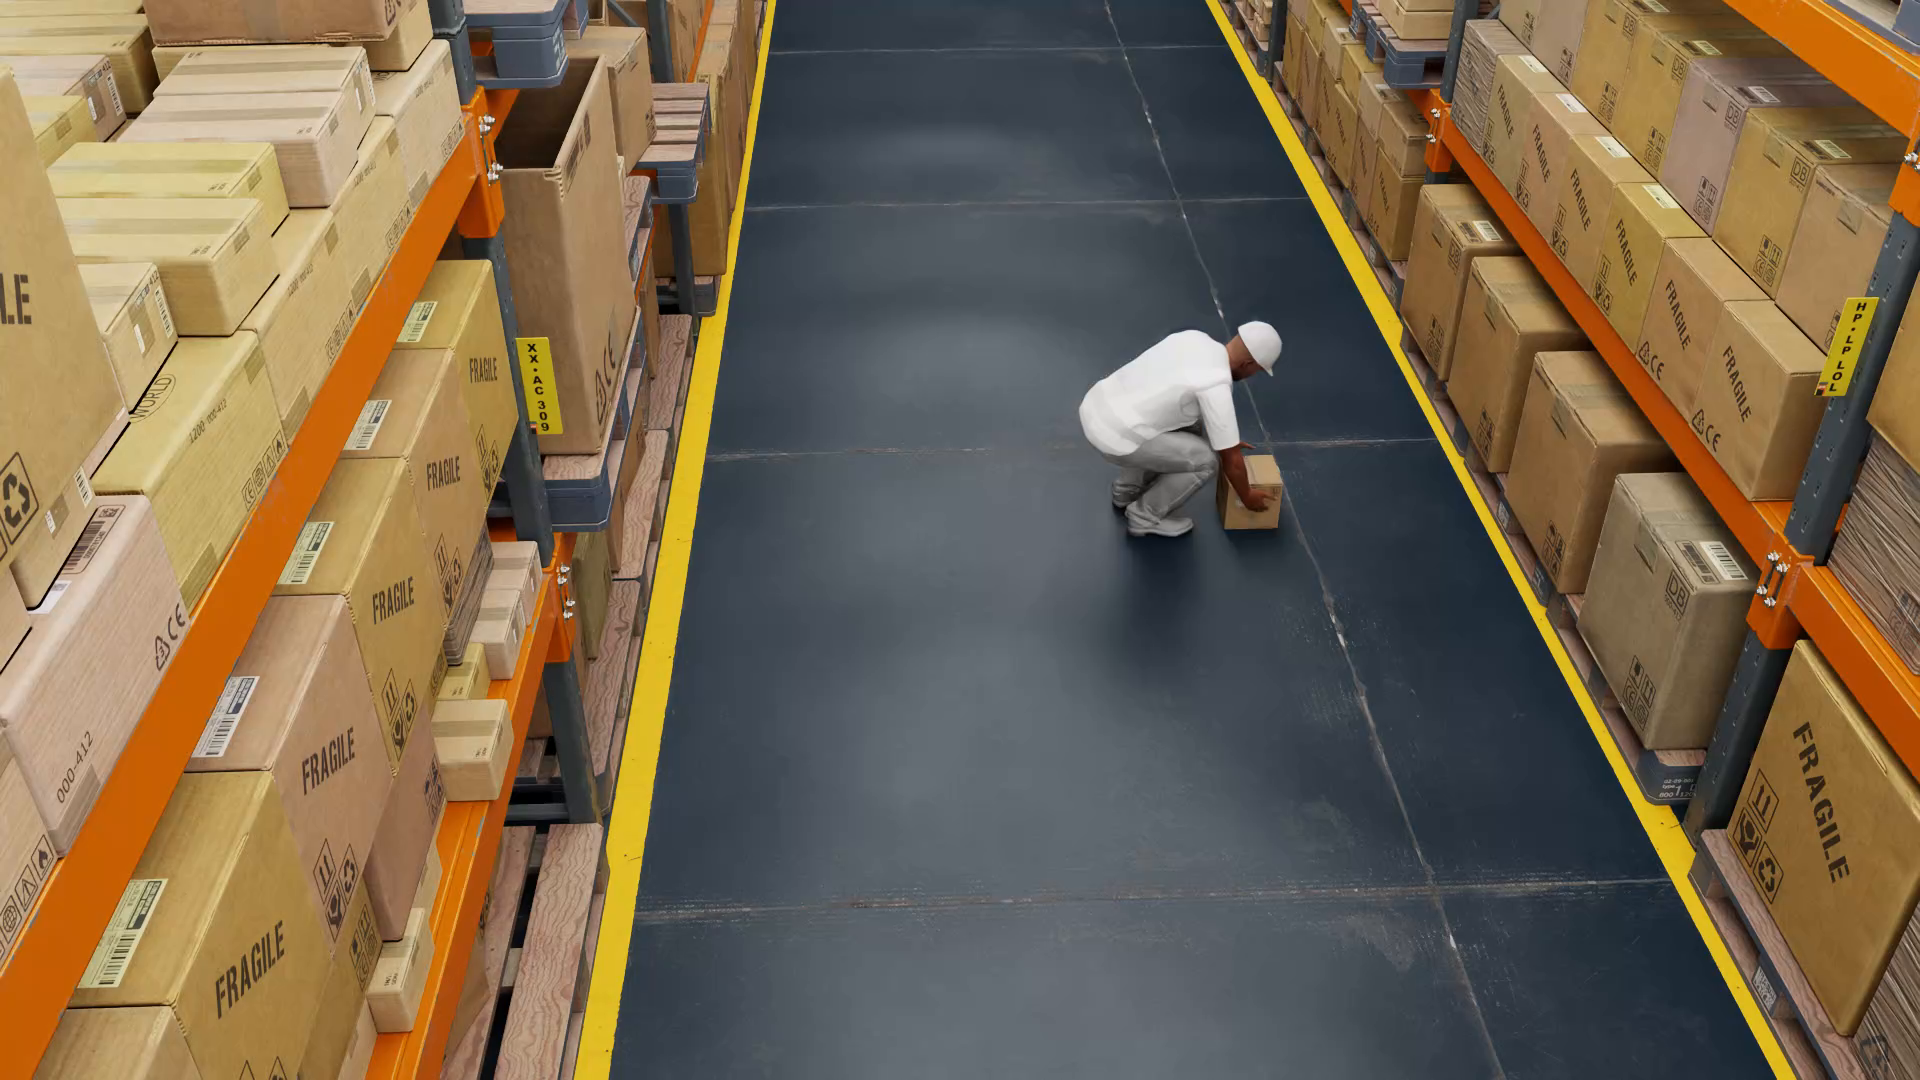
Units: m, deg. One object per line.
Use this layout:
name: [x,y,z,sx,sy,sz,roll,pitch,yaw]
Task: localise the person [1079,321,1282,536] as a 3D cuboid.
person: [0.990,-0.535,7.581,0.894,0.975,0.580,-2,35,-2]
